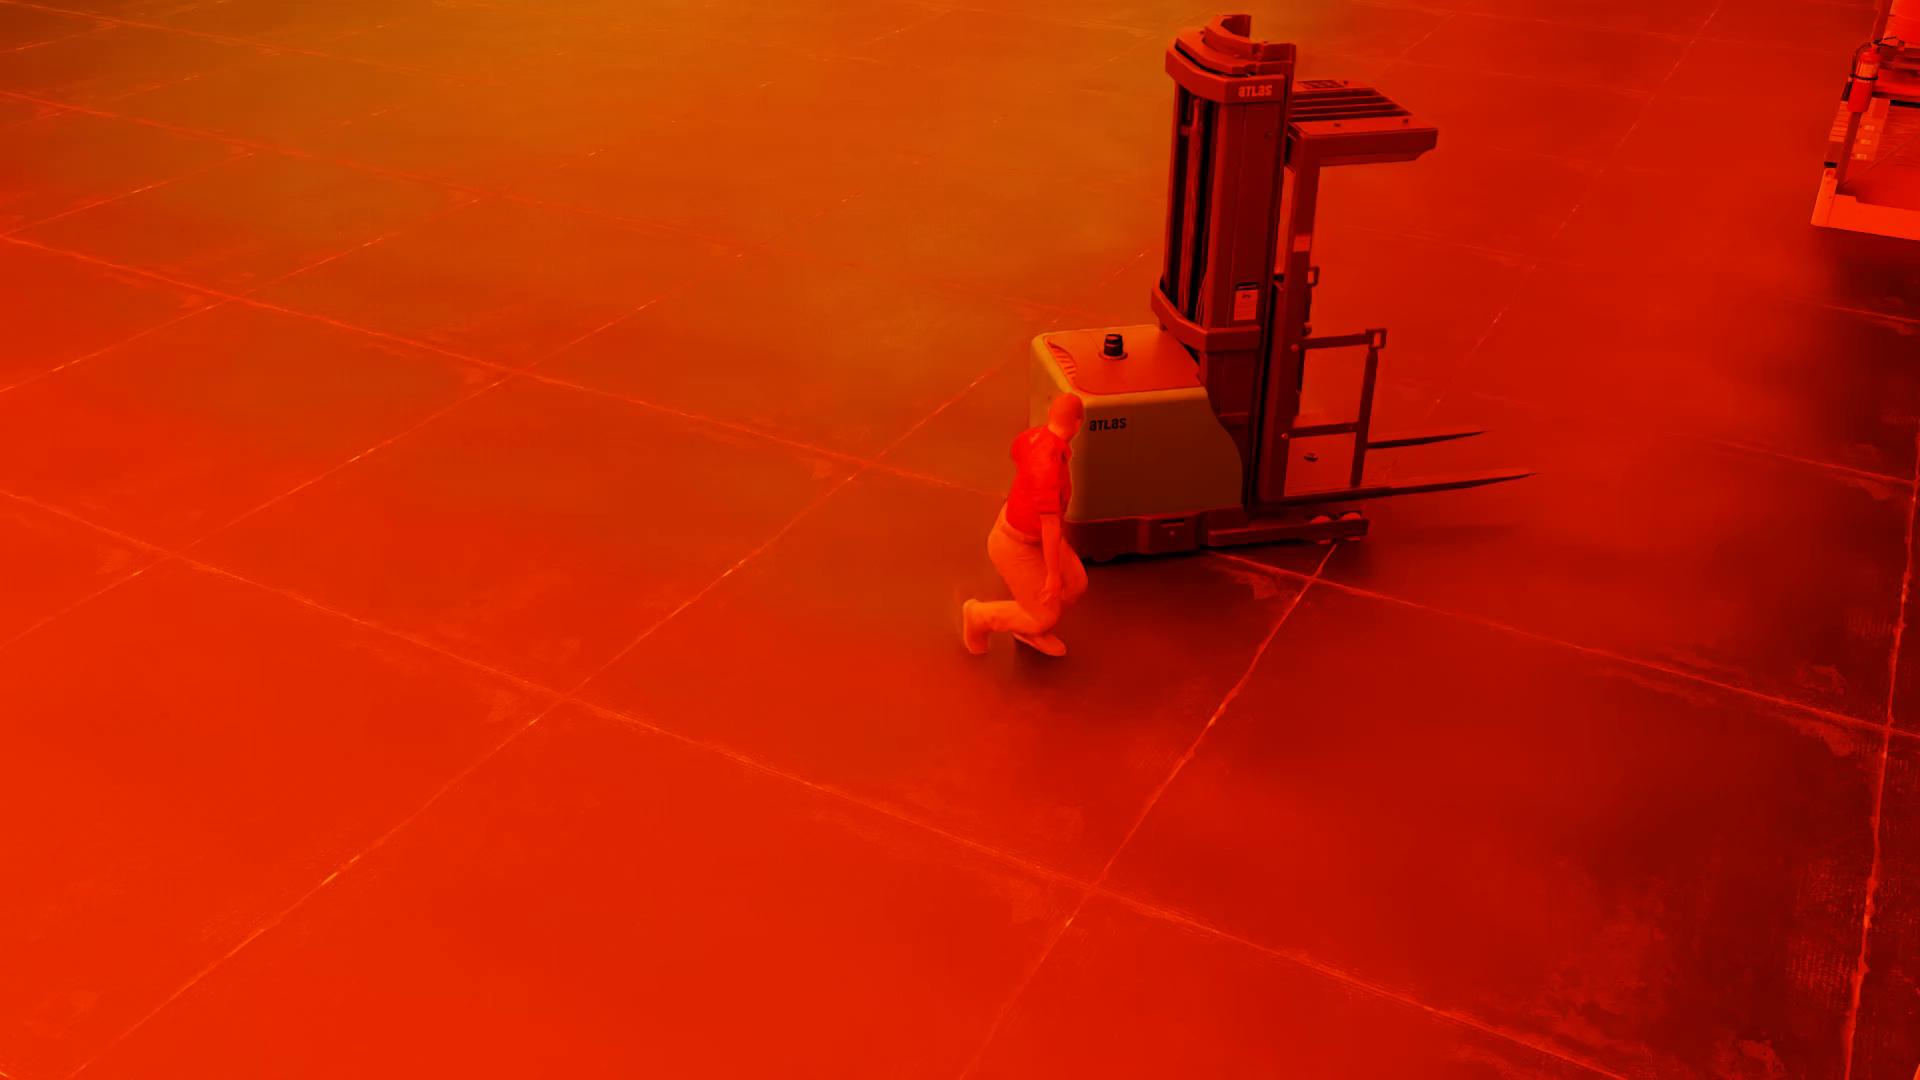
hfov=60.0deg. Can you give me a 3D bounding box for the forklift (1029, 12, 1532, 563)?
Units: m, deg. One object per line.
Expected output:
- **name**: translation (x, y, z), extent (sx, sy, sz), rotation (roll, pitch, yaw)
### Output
- **forklift**: translation (1.982, -1.498, 9.665), extent (3.031, 2.935, 1.130), rotation (-6, 31, -10)

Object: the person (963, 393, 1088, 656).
- **person**: translation (0.340, -0.042, 8.590), extent (0.648, 1.528, 0.832), rotation (7, 31, 12)
